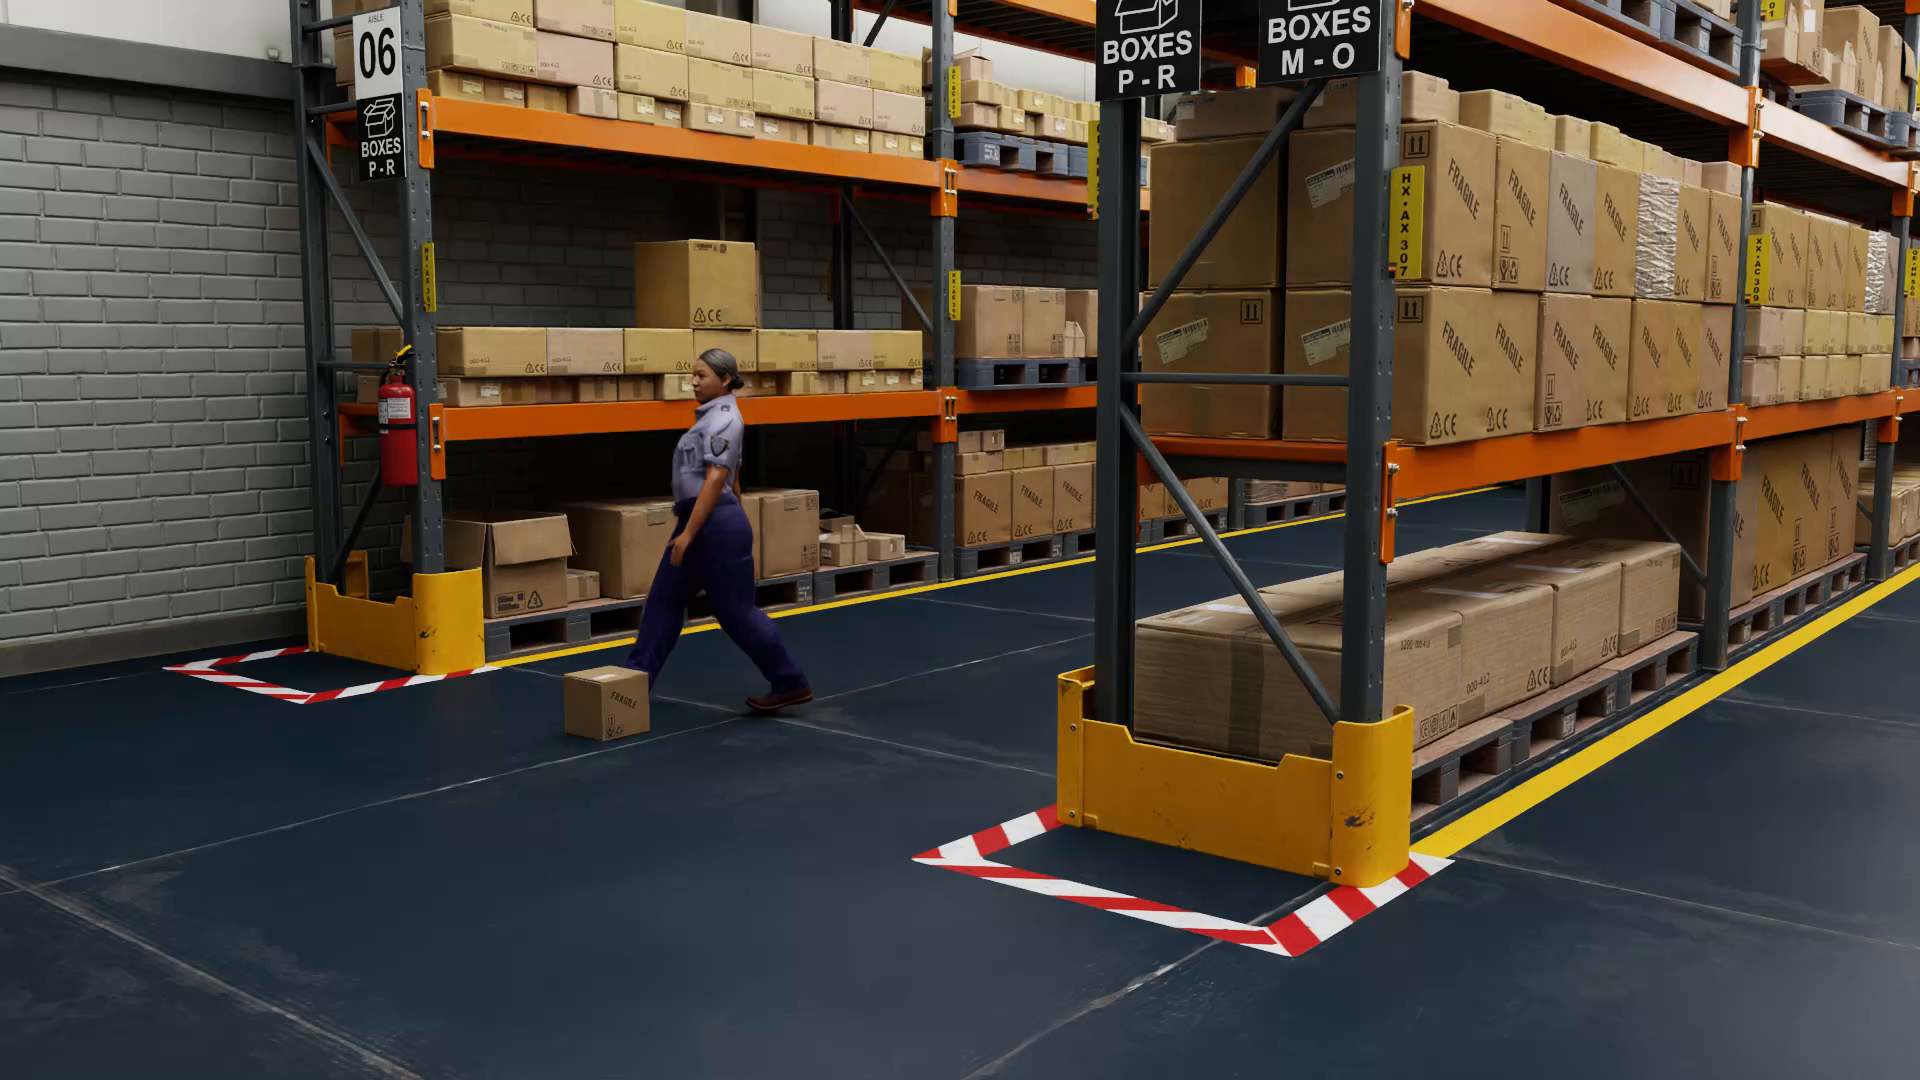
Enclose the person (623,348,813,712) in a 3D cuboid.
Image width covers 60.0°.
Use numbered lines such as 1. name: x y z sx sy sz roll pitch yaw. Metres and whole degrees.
1. person: -1.171 -0.031 7.260 0.990 1.571 0.503 -2 7 -13
